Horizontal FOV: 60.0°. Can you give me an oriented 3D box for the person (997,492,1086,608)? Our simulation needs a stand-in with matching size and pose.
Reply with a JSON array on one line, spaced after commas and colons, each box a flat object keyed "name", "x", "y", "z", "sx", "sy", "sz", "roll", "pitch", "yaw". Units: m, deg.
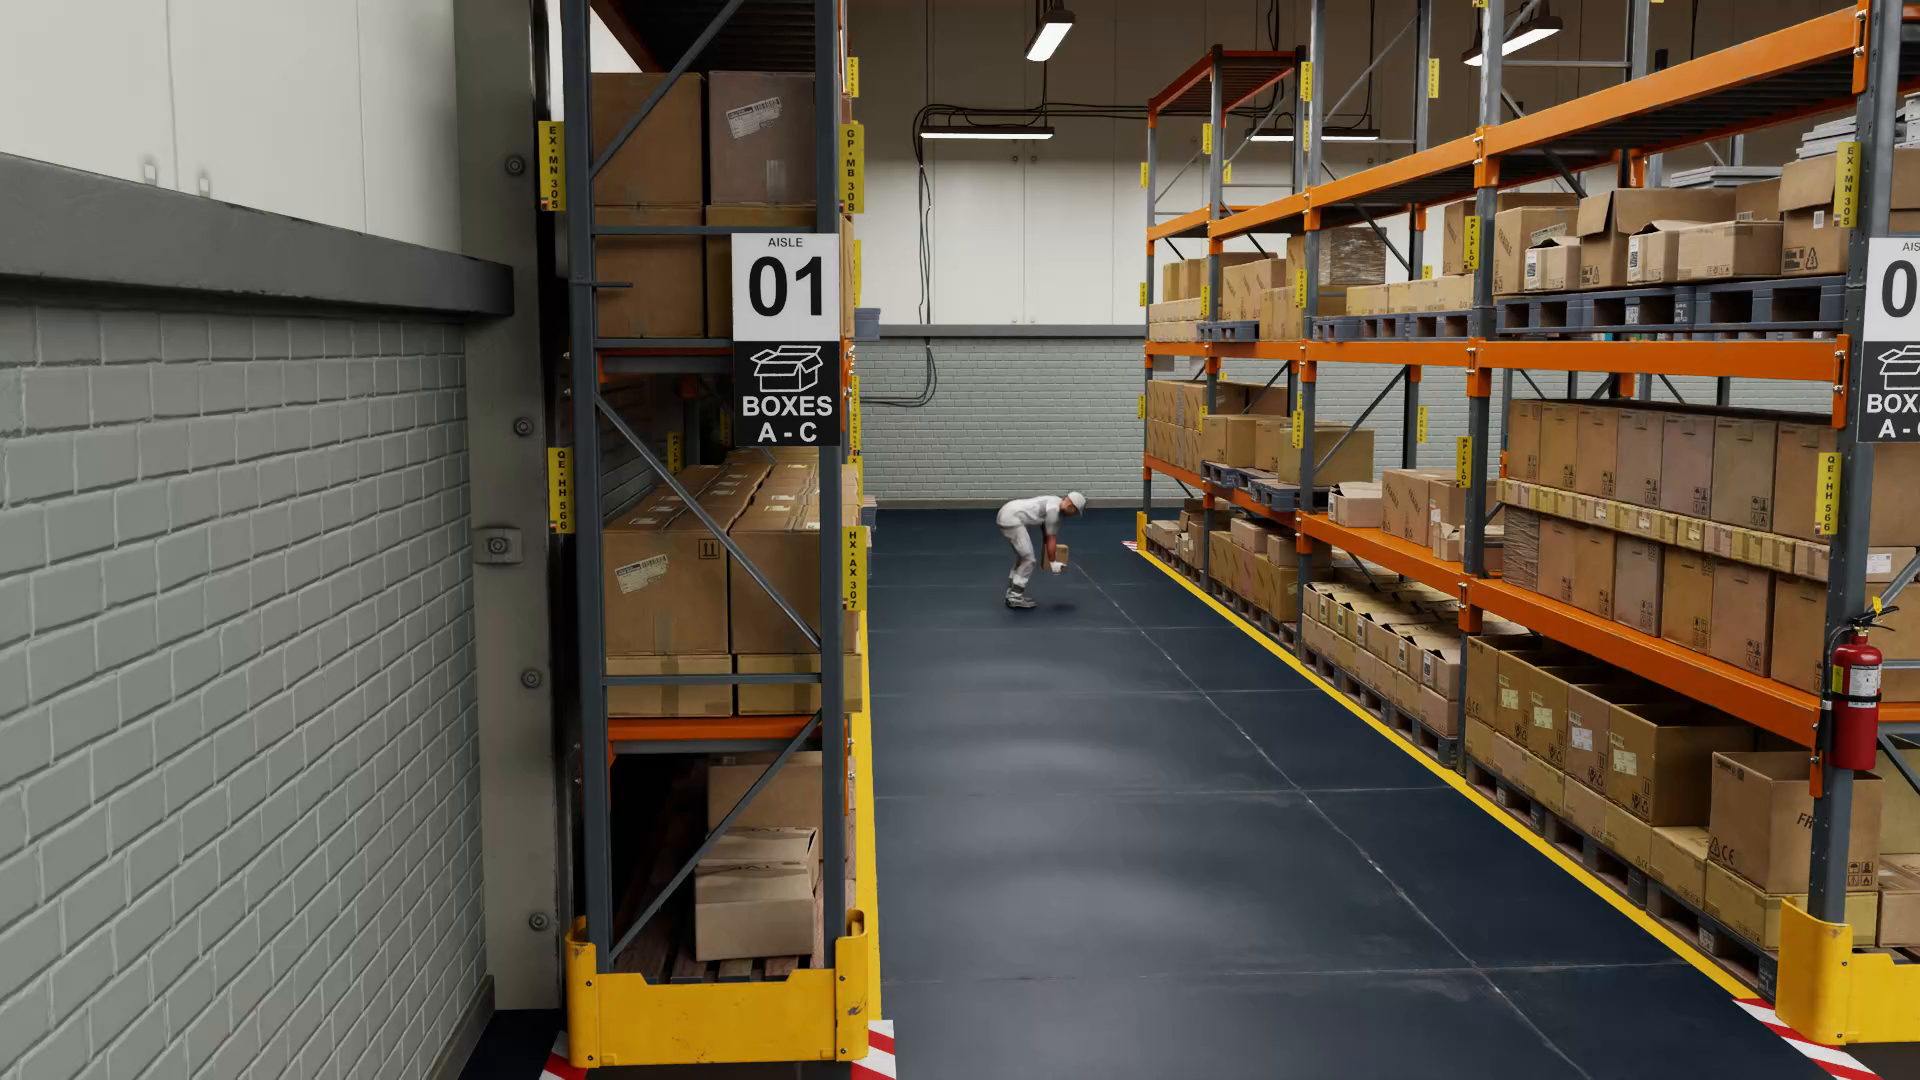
[{"name": "person", "x": 0.865, "y": 0.096, "z": 17.735, "sx": 0.949, "sy": 1.218, "sz": 0.493, "roll": -1, "pitch": 7, "yaw": -5}]
